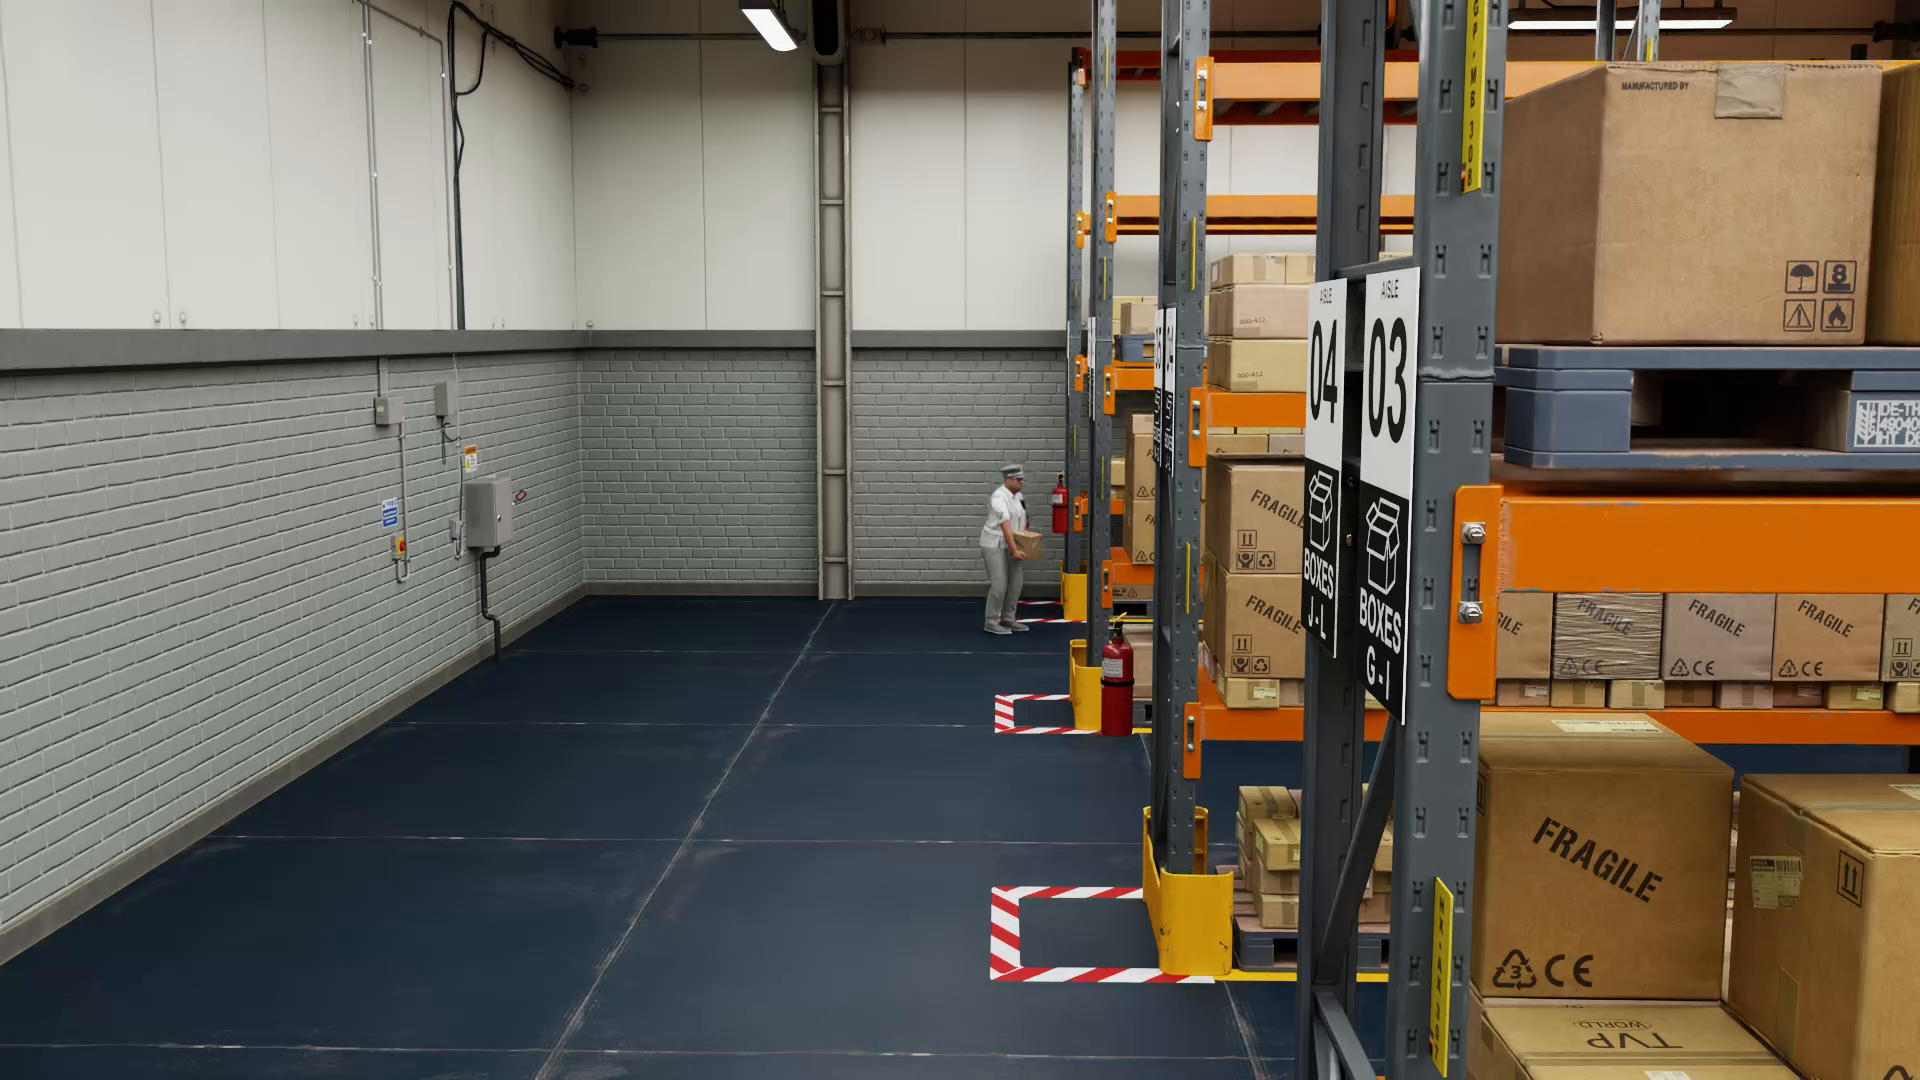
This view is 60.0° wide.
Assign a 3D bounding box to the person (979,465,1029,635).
[{"bbox_3d":[0.509,0.089,17.103,0.587,1.743,0.484,5,9,34],"label":"person"}]
